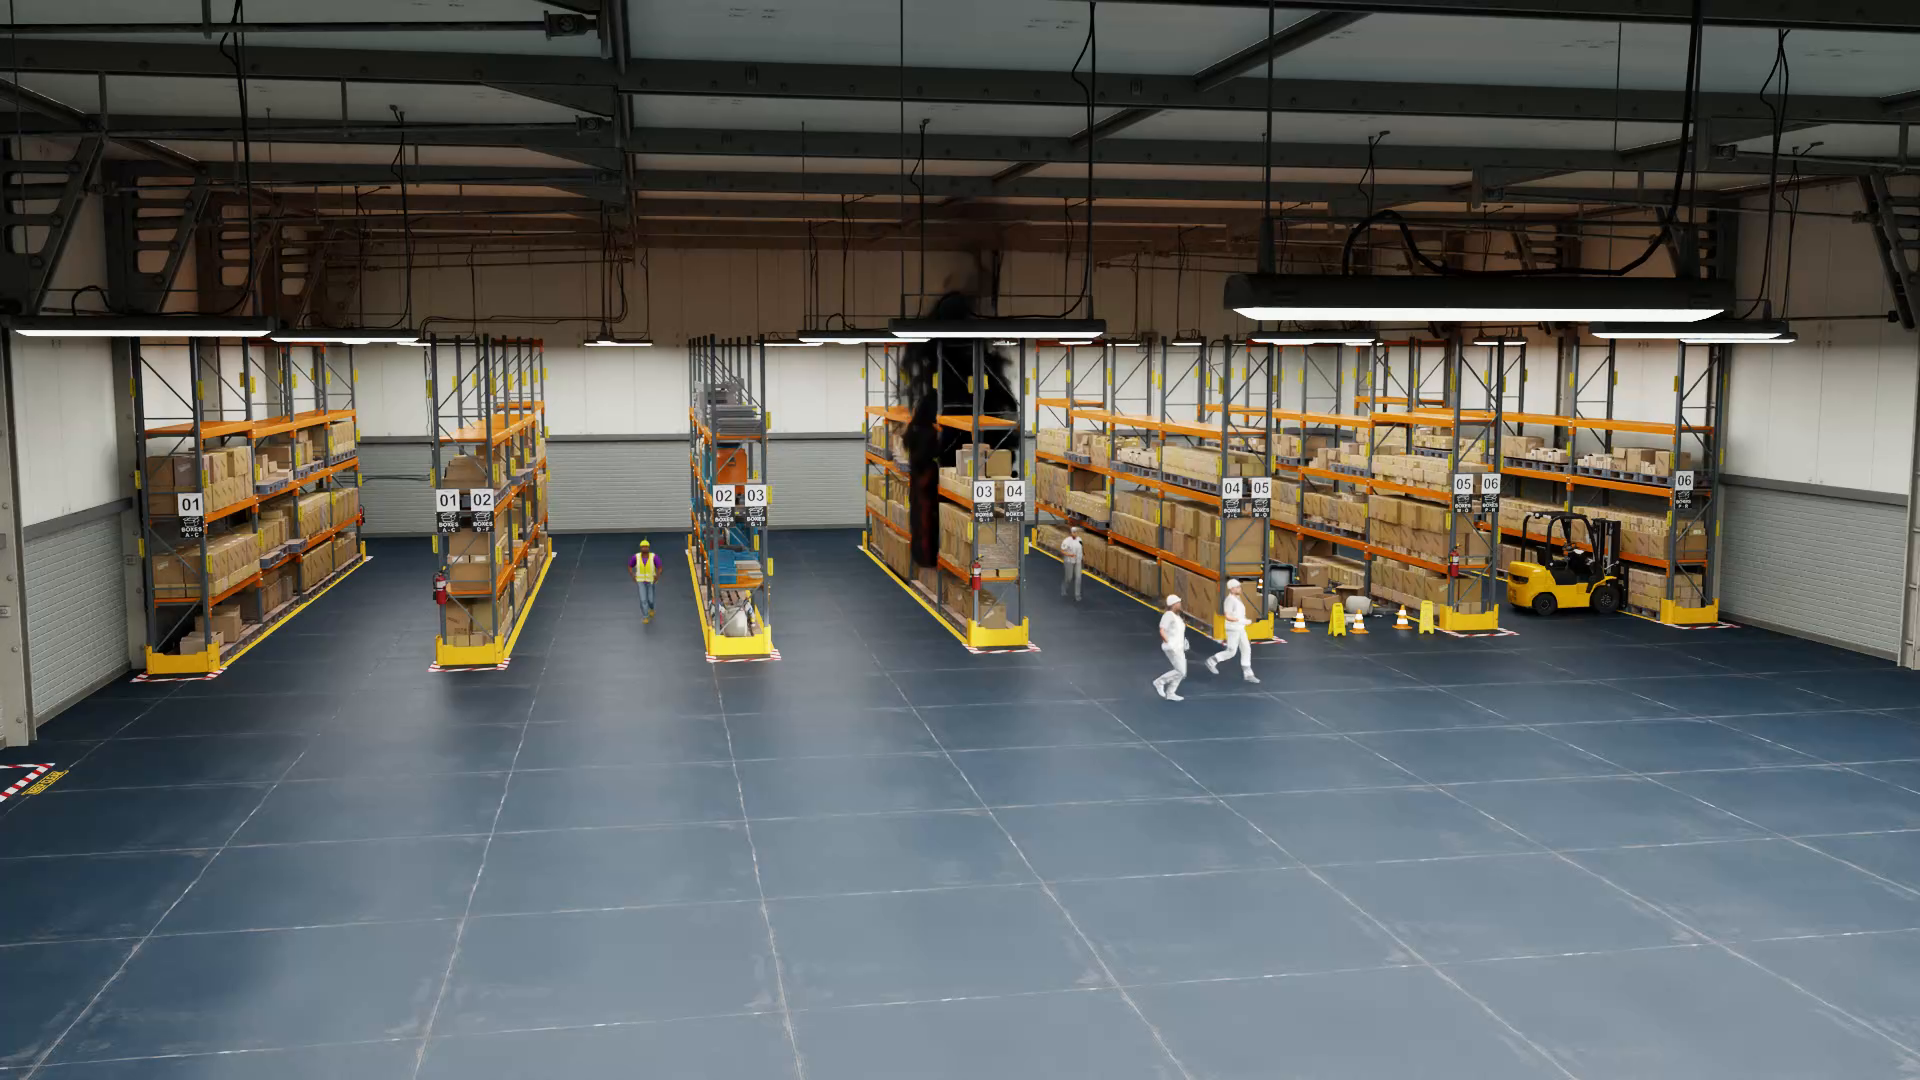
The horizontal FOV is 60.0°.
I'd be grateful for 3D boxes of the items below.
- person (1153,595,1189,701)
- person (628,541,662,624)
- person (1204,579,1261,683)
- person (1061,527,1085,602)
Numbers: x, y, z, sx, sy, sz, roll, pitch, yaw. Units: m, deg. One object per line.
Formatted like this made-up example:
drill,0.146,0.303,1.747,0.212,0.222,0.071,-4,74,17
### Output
person,3.445,1.757,27.133,0.545,1.740,0.676,2,7,20
person,-6.615,0.868,34.925,0.714,1.737,0.650,-1,7,-9
person,4.724,1.559,28.673,0.995,1.784,0.668,3,7,28
person,2.593,0.531,38.184,0.625,1.691,0.828,-2,7,-17
